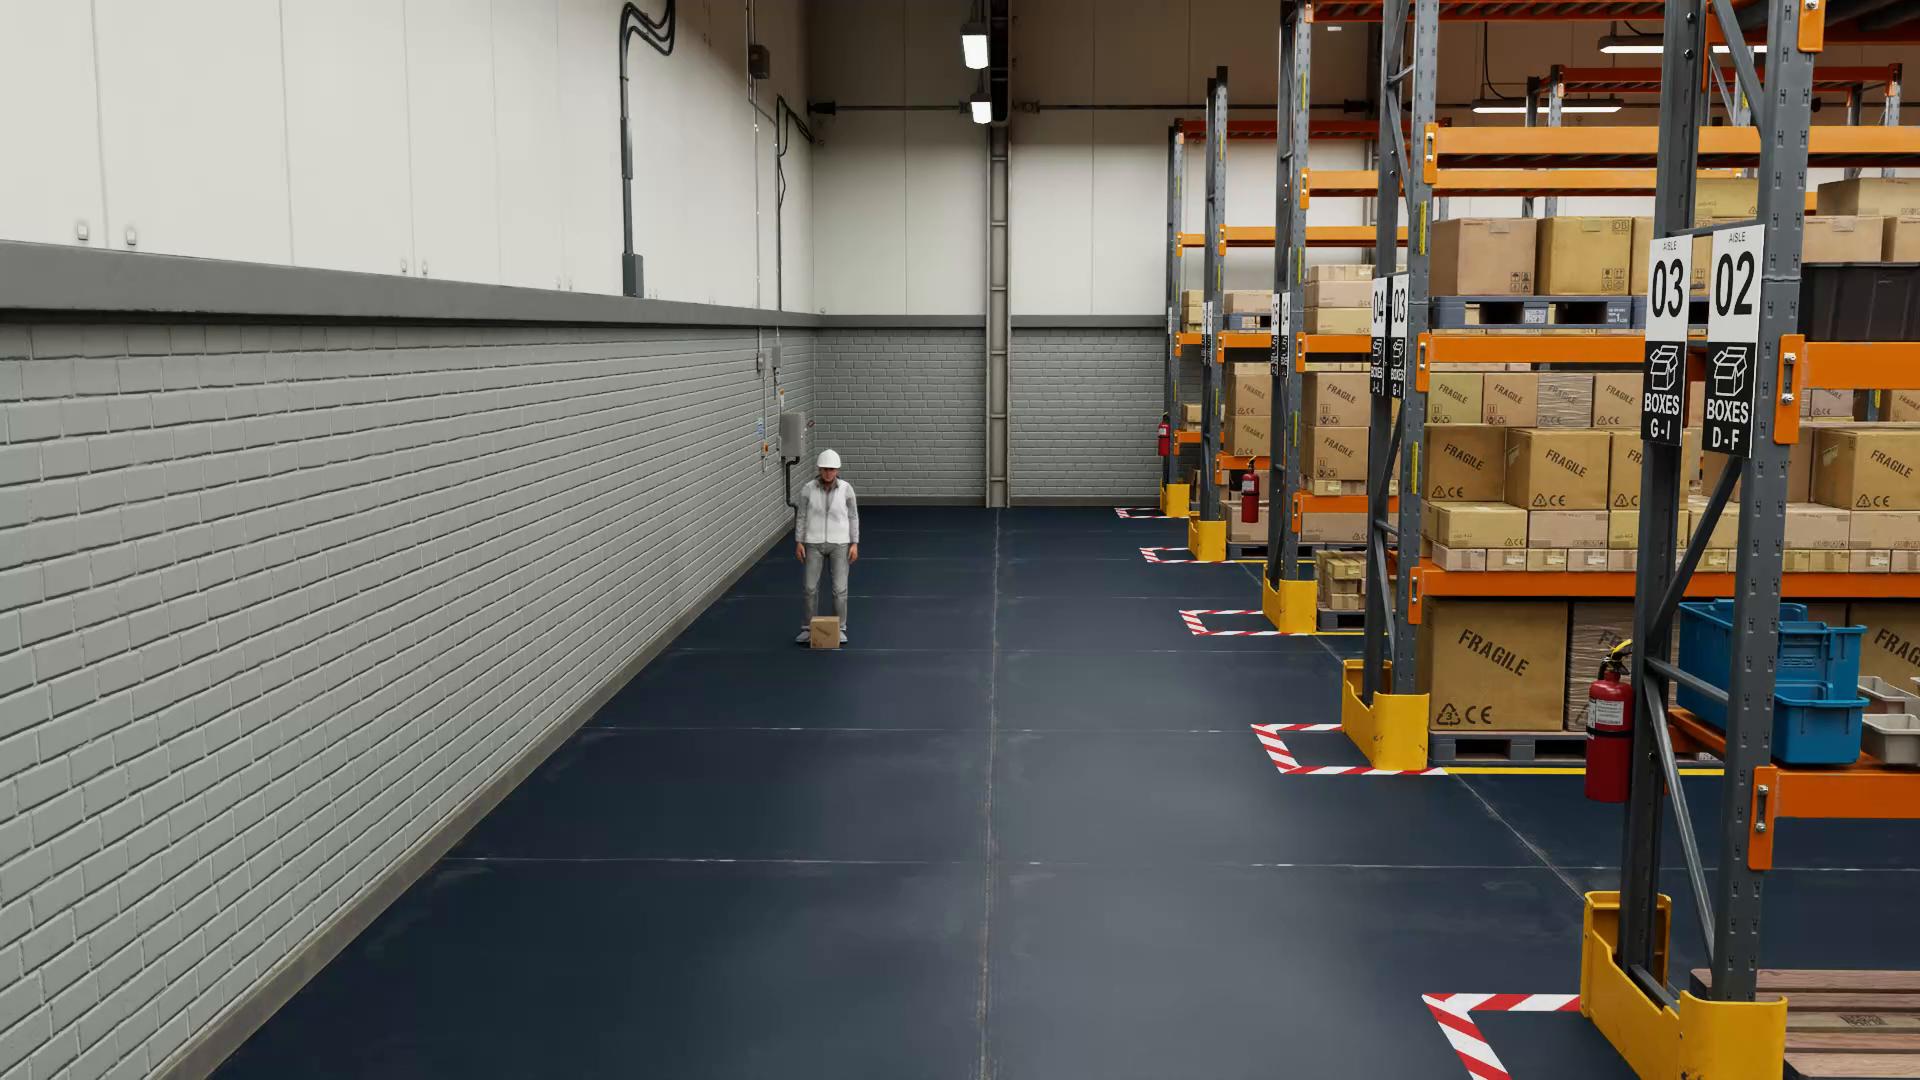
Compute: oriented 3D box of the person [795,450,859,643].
[{"bbox_3d":[-1.220,0.052,15.254,0.590,1.770,0.465,0,7,-2],"label":"person"}]
